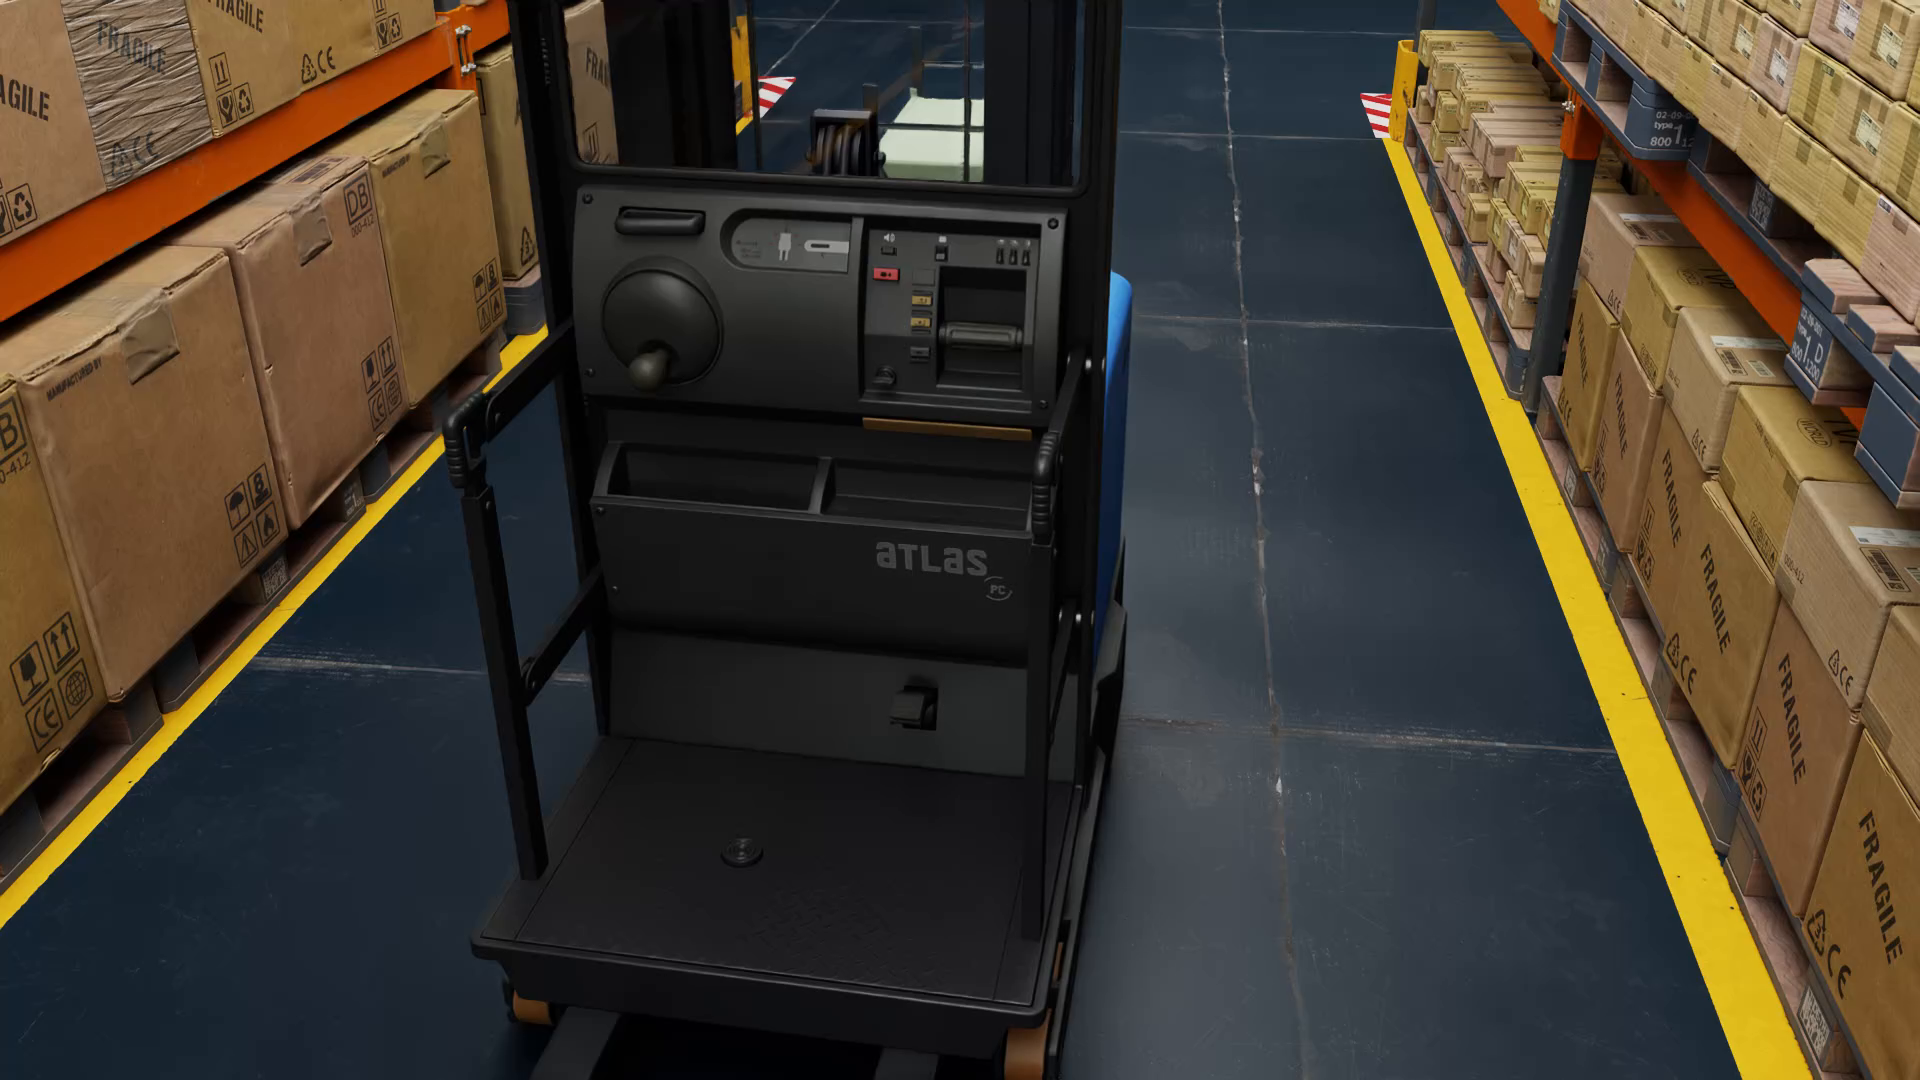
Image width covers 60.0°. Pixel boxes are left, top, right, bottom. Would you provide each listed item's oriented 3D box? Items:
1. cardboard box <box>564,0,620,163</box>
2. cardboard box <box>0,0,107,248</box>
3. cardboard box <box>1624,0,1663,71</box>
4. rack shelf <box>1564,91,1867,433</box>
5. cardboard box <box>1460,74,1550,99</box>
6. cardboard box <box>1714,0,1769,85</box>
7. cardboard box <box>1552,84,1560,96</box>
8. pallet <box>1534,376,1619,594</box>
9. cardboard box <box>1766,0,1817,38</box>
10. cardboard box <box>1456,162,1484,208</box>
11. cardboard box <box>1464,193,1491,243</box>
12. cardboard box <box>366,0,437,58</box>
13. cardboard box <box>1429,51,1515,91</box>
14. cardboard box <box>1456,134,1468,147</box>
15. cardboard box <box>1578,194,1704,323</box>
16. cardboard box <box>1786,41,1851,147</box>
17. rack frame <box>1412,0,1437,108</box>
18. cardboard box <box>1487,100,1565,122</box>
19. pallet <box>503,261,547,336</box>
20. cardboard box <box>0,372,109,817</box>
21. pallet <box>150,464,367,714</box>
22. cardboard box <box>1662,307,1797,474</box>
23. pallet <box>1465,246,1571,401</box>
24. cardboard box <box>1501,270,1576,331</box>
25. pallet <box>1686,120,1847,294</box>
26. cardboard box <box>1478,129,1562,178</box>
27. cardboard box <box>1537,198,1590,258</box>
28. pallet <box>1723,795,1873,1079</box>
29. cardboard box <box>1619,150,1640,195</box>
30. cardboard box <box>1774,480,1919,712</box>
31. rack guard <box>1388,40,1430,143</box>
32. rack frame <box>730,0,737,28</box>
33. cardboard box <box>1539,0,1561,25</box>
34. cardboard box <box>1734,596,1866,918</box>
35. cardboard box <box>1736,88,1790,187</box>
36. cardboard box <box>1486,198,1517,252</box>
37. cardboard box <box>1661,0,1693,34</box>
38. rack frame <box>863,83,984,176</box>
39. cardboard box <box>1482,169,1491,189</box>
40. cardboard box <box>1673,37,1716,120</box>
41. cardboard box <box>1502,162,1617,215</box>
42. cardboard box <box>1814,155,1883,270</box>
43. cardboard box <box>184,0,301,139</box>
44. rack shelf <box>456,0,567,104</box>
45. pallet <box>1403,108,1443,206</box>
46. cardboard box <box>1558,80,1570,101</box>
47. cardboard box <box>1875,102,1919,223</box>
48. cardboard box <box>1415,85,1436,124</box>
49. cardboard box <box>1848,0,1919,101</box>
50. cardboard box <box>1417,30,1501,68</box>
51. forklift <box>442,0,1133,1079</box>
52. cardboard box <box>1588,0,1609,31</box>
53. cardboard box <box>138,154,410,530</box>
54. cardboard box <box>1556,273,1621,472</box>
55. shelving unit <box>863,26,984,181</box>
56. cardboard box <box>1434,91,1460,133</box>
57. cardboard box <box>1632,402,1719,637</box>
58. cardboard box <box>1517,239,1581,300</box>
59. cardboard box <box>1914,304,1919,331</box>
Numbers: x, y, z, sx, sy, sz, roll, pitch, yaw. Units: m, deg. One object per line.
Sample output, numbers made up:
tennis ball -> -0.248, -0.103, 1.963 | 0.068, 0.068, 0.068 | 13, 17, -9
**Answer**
cardboard box -> -2.061, -2.092, 7.768 | 0.875, 0.875, 0.875 | 3, 28, 6
cardboard box -> -2.372, -0.971, 3.784 | 0.500, 0.500, 0.500 | 3, 28, 5
cardboard box -> 1.979, -1.326, 4.371 | 0.380, 0.149, 0.250 | 4, 29, 7
rack shelf -> 2.334, -0.519, 3.809 | 1.077, 0.370, 4.000 | 3, 28, 6
cardboard box -> 2.603, -2.125, 7.968 | 0.380, 0.149, 0.250 | 4, 29, 8
cardboard box -> 1.884, -1.087, 3.614 | 0.380, 0.149, 0.250 | 3, 28, 5
cardboard box -> 3.225, -2.211, 8.440 | 0.380, 0.149, 0.250 | 2, 28, 4
pallet -> 2.485, -0.183, 5.367 | 1.003, 0.211, 1.213 | 3, 28, 6
cardboard box -> 1.854, -1.096, 3.317 | 0.380, 0.149, 0.250 | 5, 29, 9
cardboard box -> 2.511, -1.633, 7.681 | 0.380, 0.149, 0.250 | 3, 28, 6
cardboard box -> 2.415, -1.398, 7.246 | 0.380, 0.149, 0.250 | 3, 28, 6
cardboard box -> -2.118, -1.921, 5.547 | 0.500, 0.500, 0.500 | 3, 29, 6
cardboard box -> 2.595, -2.377, 8.435 | 0.380, 0.149, 0.250 | 3, 28, 6
cardboard box -> 2.636, -1.877, 8.134 | 0.380, 0.149, 0.250 | 3, 29, 6
cardboard box -> 2.226, -0.859, 5.084 | 0.500, 0.250, 0.500 | 2, 28, 4
cardboard box -> 1.822, -0.843, 3.160 | 0.380, 0.149, 0.250 | 3, 28, 6
rack frame -> 3.069, -3.660, 8.881 | 1.000, 3.000, 0.127 | 3, 28, 6
cardboard box -> 2.590, -1.880, 7.513 | 0.380, 0.149, 0.250 | 3, 29, 6
pallet -> -2.161, -1.238, 7.326 | 1.003, 0.211, 1.213 | 3, 28, 6
cardboard box -> -2.717, 0.197, 3.519 | 1.225, 0.875, 0.875 | 2, 28, 4
pallet -> -2.498, 0.058, 4.919 | 1.003, 0.211, 1.213 | 3, 28, 6
cardboard box -> 2.096, -0.368, 4.173 | 0.500, 0.250, 0.500 | 4, 29, 8
pallet -> 2.626, -0.867, 6.638 | 1.003, 0.211, 1.213 | 3, 28, 6
cardboard box -> 2.288, -0.911, 6.342 | 0.380, 0.149, 0.250 | 4, 29, 7
pallet -> 2.290, -0.744, 3.670 | 1.003, 0.211, 1.213 | 3, 28, 6
cardboard box -> 2.430, -1.642, 7.071 | 0.380, 0.149, 0.250 | 2, 28, 4
cardboard box -> 2.364, -1.151, 6.160 | 0.380, 0.149, 0.250 | 4, 29, 8
pallet -> 2.186, 0.966, 3.235 | 1.003, 0.211, 1.213 | 3, 28, 6
cardboard box -> 2.910, -1.491, 6.791 | 0.380, 0.149, 0.250 | 3, 28, 5
cardboard box -> 1.963, 0.116, 3.274 | 0.500, 0.250, 0.500 | 4, 29, 7
rack guard -> 3.059, -2.524, 9.407 | 1.175, 0.500, 0.348 | 3, 28, 6
rack frame -> -1.842, -3.996, 9.504 | 1.000, 3.000, 0.127 | 3, 28, 6
cardboard box -> 2.305, -1.942, 5.957 | 0.380, 0.149, 0.250 | 3, 28, 5
cardboard box -> 1.977, 0.452, 3.440 | 0.500, 0.500, 0.500 | 4, 29, 8
cardboard box -> 1.855, -0.831, 3.451 | 0.380, 0.149, 0.250 | 4, 29, 8
cardboard box -> 2.338, -1.260, 6.675 | 0.380, 0.149, 0.250 | 2, 28, 4
cardboard box -> 1.951, -1.330, 4.065 | 0.380, 0.149, 0.250 | 4, 29, 8
rack frame -> -0.049, -0.494, 4.585 | 0.400, 1.500, 0.023 | 4, 29, 7
cardboard box -> 2.531, -1.618, 7.340 | 0.380, 0.149, 0.250 | 2, 28, 4
cardboard box -> 1.919, -1.078, 3.910 | 0.380, 0.149, 0.250 | 3, 28, 5
cardboard box -> 2.379, -1.391, 6.606 | 0.380, 0.149, 0.250 | 3, 28, 6
cardboard box -> 1.790, -0.582, 2.990 | 0.380, 0.149, 0.250 | 3, 28, 6
cardboard box -> -2.242, -1.442, 4.658 | 0.500, 0.500, 0.500 | 3, 28, 6
rack shelf -> -2.087, -2.737, 7.927 | 1.077, 0.370, 4.000 | 3, 28, 6
pallet -> 2.925, -2.016, 8.770 | 1.003, 0.211, 1.213 | 3, 28, 6
cardboard box -> 3.167, -2.225, 8.153 | 0.380, 0.149, 0.250 | 2, 28, 4
cardboard box -> 1.758, -0.608, 2.724 | 0.380, 0.149, 0.250 | 4, 29, 7
cardboard box -> 2.687, -2.362, 9.034 | 0.380, 0.149, 0.250 | 4, 29, 7
cardboard box -> 1.788, -0.855, 2.869 | 0.380, 0.149, 0.250 | 4, 29, 8
cardboard box -> 2.667, -2.625, 8.895 | 0.380, 0.149, 0.250 | 2, 28, 4
forklift -> -0.306, -0.402, 2.906 | 1.130, 2.935, 3.031 | 5, 29, 9
cardboard box -> 2.046, -1.562, 4.808 | 0.380, 0.149, 0.250 | 4, 29, 7
cardboard box -> -2.499, -0.639, 5.071 | 1.225, 0.875, 0.875 | 2, 28, 4
cardboard box -> 2.225, -0.529, 5.262 | 0.500, 0.500, 0.500 | 4, 29, 8
shelving unit -> 0.005, -0.665, 4.904 | 0.431, 1.500, 0.755 | 4, 29, 7
cardboard box -> 2.579, -2.128, 8.287 | 0.380, 0.149, 0.250 | 4, 29, 8
cardboard box -> 2.111, -0.032, 4.340 | 0.500, 0.500, 0.500 | 4, 29, 7
cardboard box -> 2.302, -1.004, 6.201 | 0.380, 0.149, 0.250 | 4, 29, 7
cardboard box -> 1.725, -0.344, 2.548 | 0.380, 0.149, 0.250 | 3, 28, 6
